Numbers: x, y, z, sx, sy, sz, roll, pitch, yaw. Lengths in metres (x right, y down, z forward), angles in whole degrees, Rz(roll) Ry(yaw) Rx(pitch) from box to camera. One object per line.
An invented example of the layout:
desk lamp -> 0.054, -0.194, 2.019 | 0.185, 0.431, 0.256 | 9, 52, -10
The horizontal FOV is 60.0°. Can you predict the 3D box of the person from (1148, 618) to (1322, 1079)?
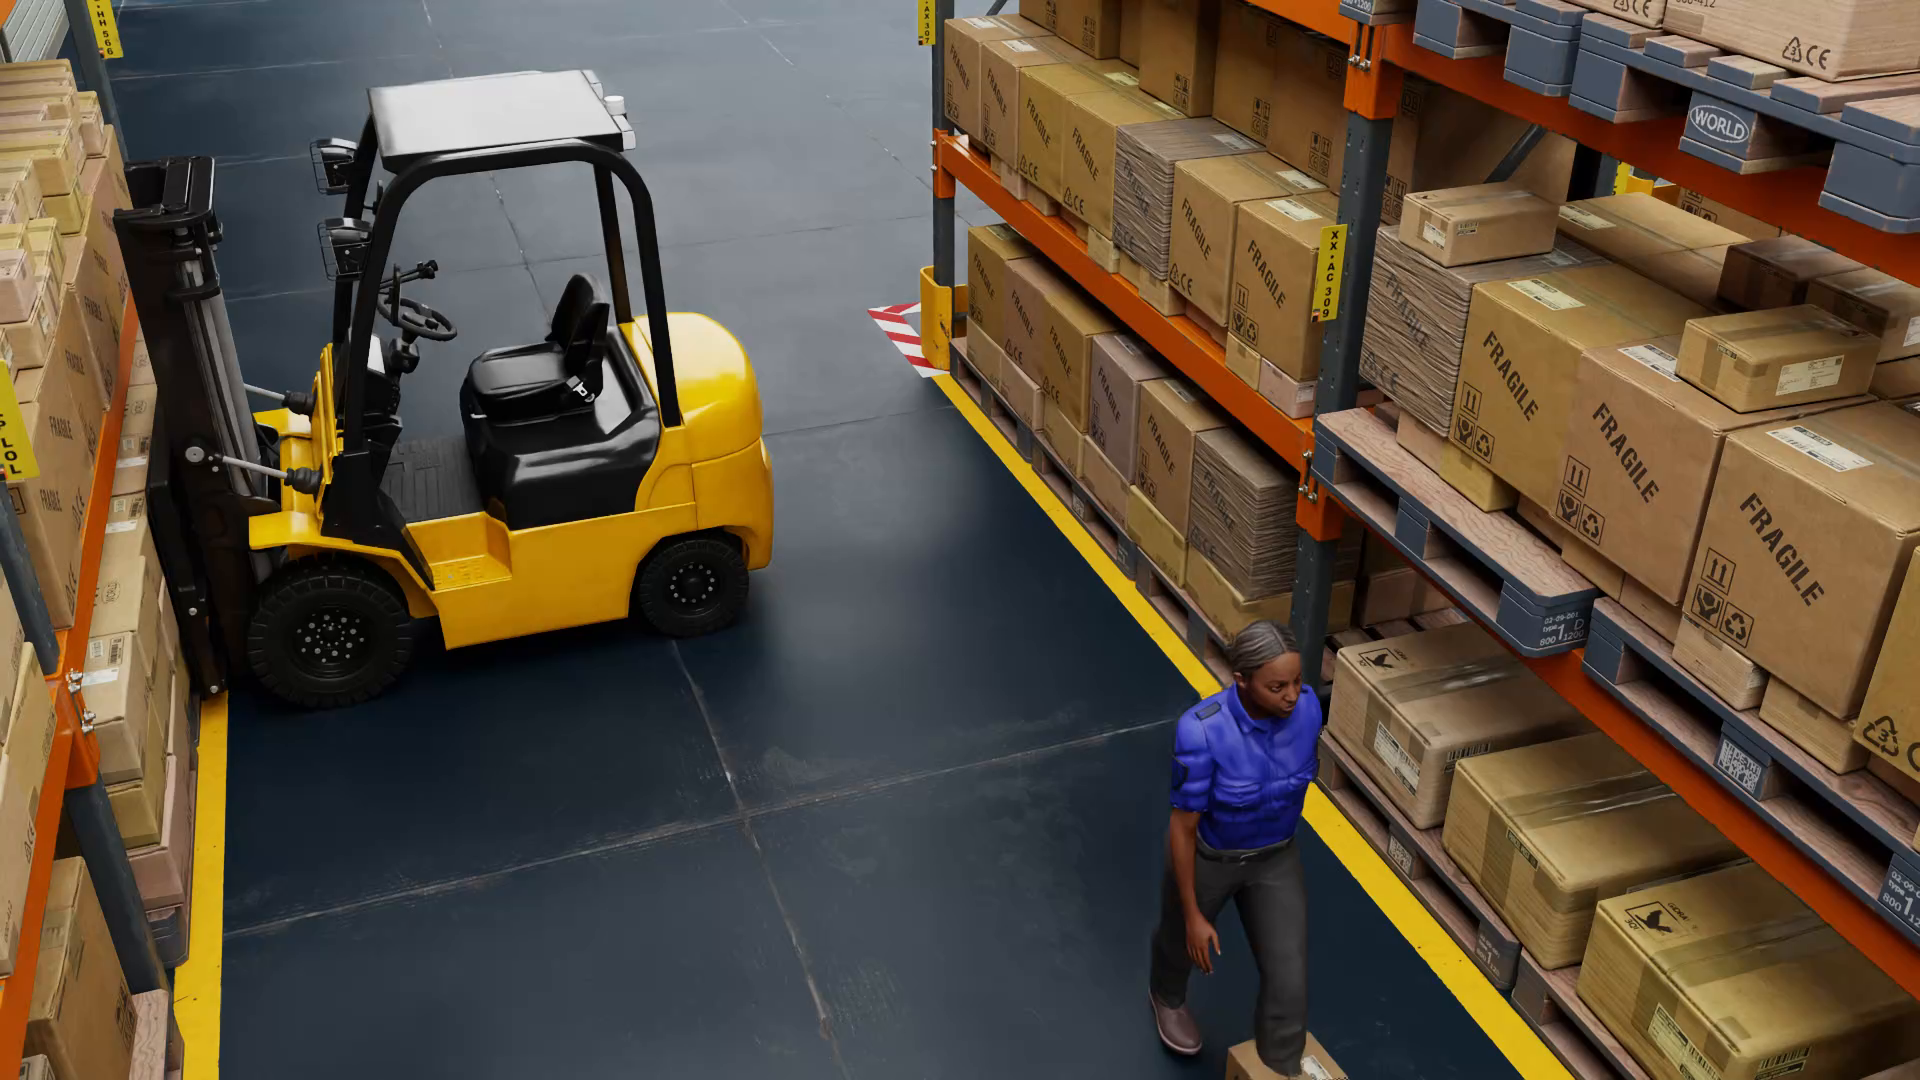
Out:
person -> 0.764, 0.934, 4.554 | 0.470, 1.690, 0.783 | -8, 31, -14
